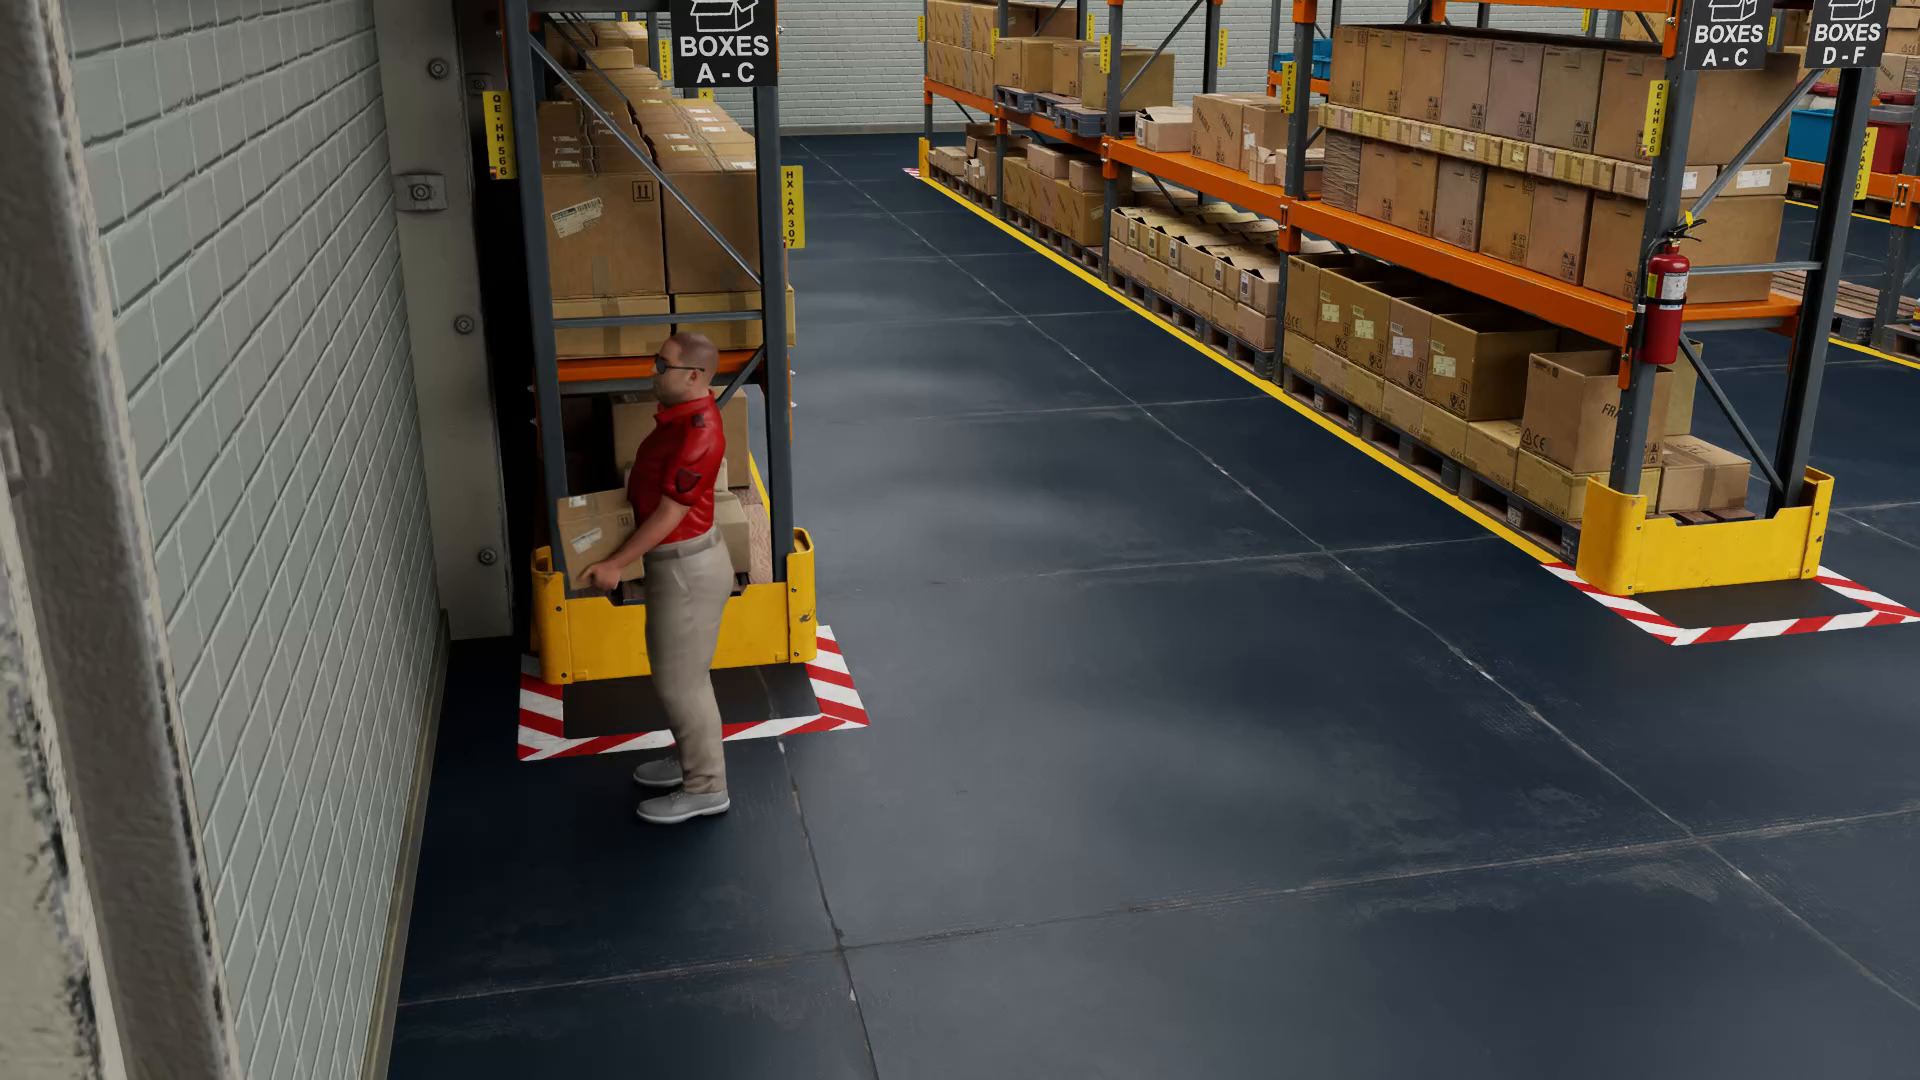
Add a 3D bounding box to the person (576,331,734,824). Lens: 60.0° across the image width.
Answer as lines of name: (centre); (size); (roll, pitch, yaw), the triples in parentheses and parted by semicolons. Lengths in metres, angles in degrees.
person: (-1.049, 0.132, 5.735); (0.530, 1.715, 0.495); (-5, 20, -13)
